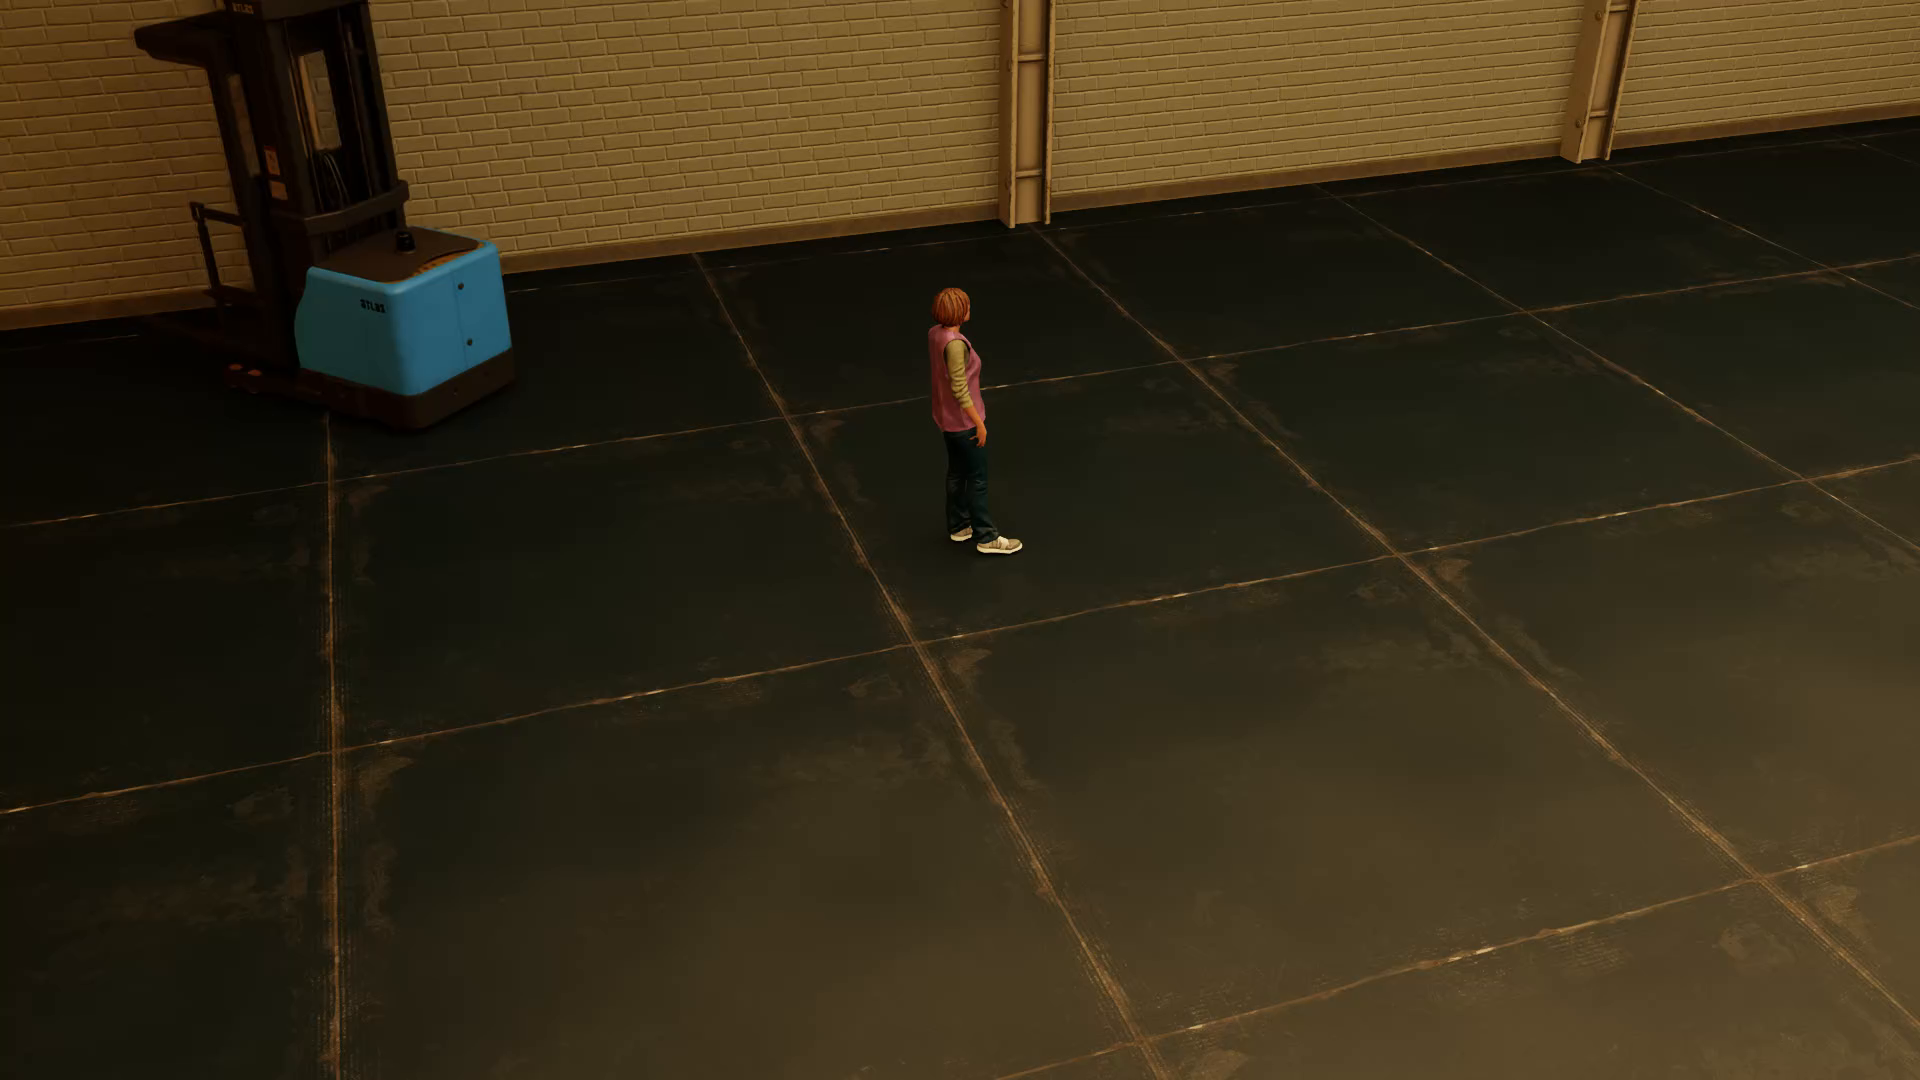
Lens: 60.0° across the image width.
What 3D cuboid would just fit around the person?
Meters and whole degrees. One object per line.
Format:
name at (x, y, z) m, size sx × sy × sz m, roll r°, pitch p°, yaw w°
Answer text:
person at (0.075, -0.704, 9.634) m, size 0.473 × 1.599 × 0.521 m, roll -10°, pitch 31°, yaw -16°

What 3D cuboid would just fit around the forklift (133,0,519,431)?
forklift at (-4.704, -2.528, 11.480) m, size 3.031 × 2.935 × 1.130 m, roll 15°, pitch 33°, yaw 25°
